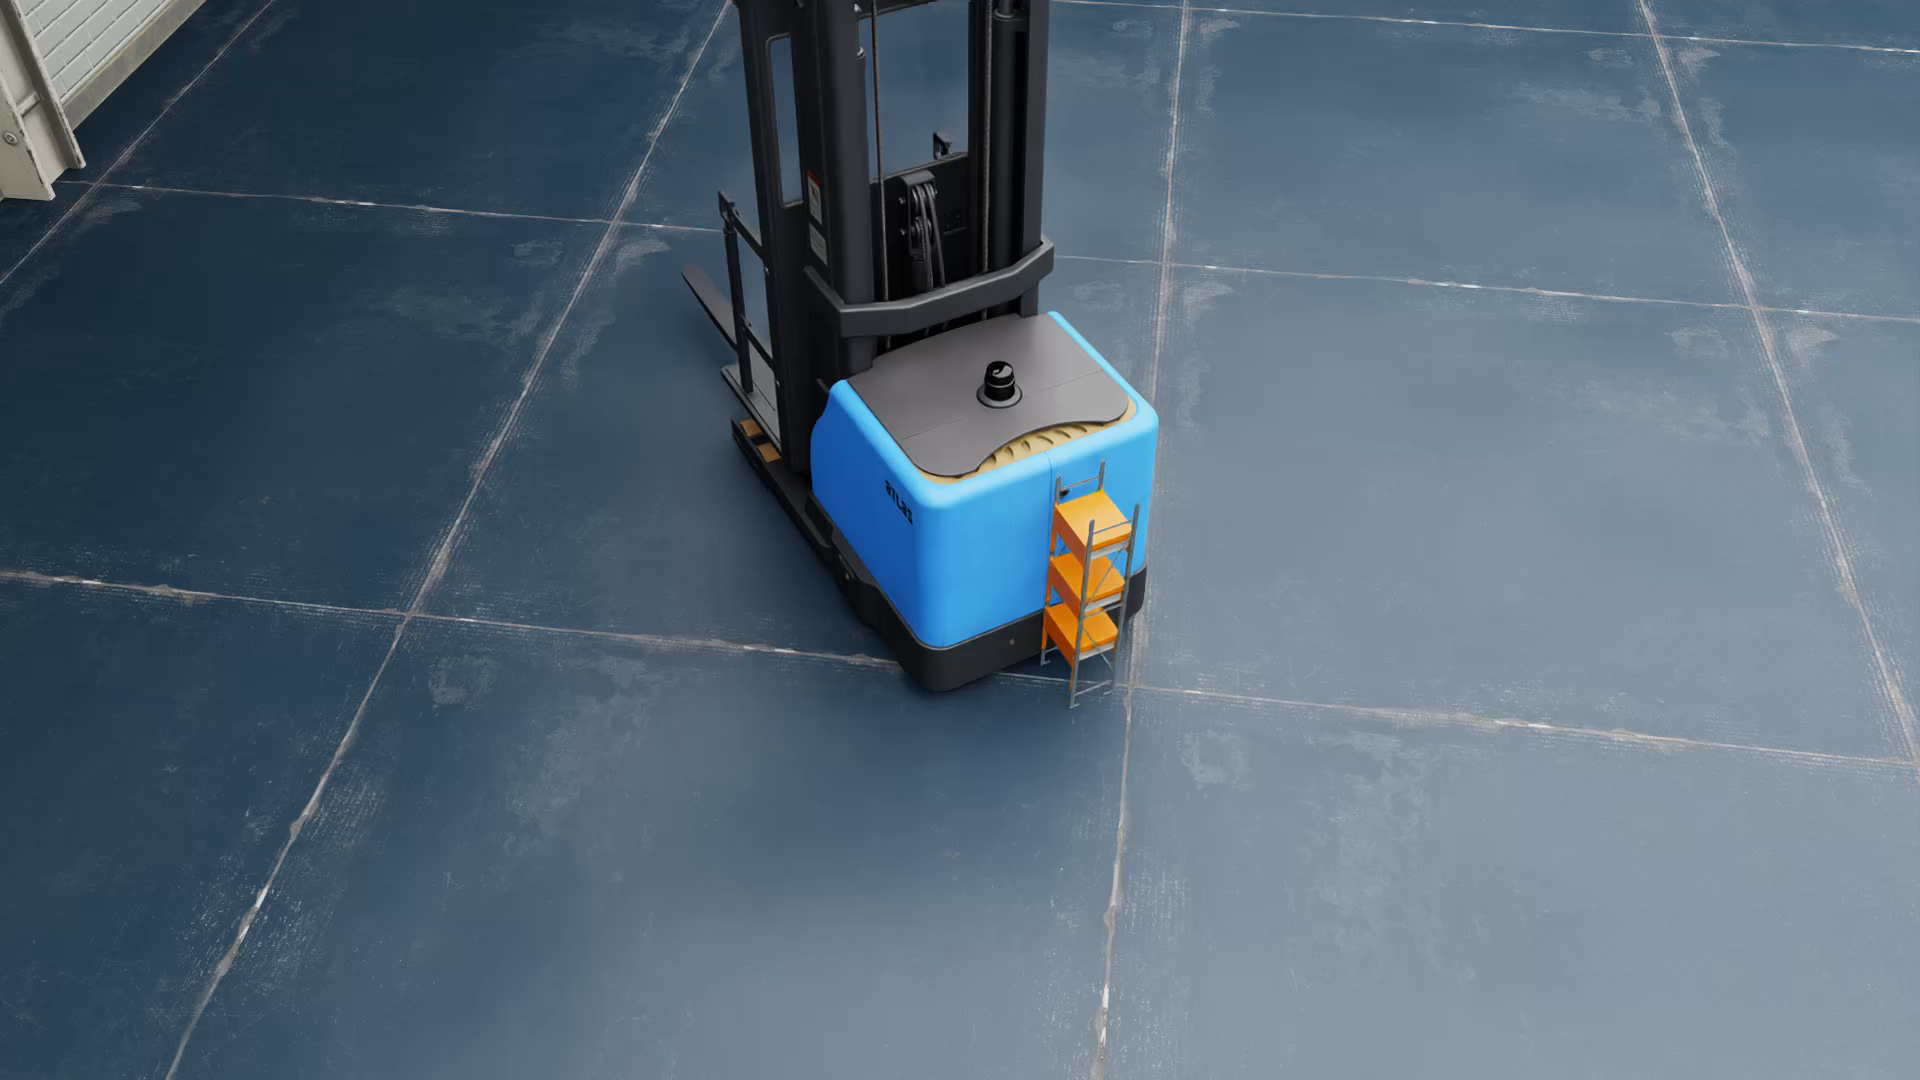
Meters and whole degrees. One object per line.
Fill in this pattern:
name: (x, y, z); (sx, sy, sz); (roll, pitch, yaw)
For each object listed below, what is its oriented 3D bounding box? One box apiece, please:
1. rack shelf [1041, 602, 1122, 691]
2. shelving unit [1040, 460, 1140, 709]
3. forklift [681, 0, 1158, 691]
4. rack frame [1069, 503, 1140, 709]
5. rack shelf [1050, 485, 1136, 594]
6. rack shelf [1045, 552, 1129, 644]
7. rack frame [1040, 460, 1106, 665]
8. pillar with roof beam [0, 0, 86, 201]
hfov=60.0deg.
rack shelf: (0.472, 0.388, 6.487); (0.215, 0.259, 0.240); (-19, 49, -19)
shelving unit: (0.478, 0.188, 6.280); (0.215, 1.050, 0.252); (-19, 49, -19)
forklift: (-0.389, -1.479, 6.680); (1.130, 2.935, 3.031); (-21, 47, -20)
rack frame: (0.532, 0.267, 6.205); (0.200, 1.050, 0.008); (-19, 49, -19)
rack shelf: (0.484, -0.002, 6.083); (0.215, 0.259, 0.240); (-19, 49, -19)
rack shelf: (0.478, 0.195, 6.287); (0.215, 0.259, 0.240); (-19, 49, -19)
rack frame: (0.424, 0.108, 6.355); (0.200, 1.050, 0.008); (-19, 49, -19)
pillar with roof beam: (-0.914, -4.912, 5.892); (9.100, 9.000, 0.400); (5, 44, 6)
